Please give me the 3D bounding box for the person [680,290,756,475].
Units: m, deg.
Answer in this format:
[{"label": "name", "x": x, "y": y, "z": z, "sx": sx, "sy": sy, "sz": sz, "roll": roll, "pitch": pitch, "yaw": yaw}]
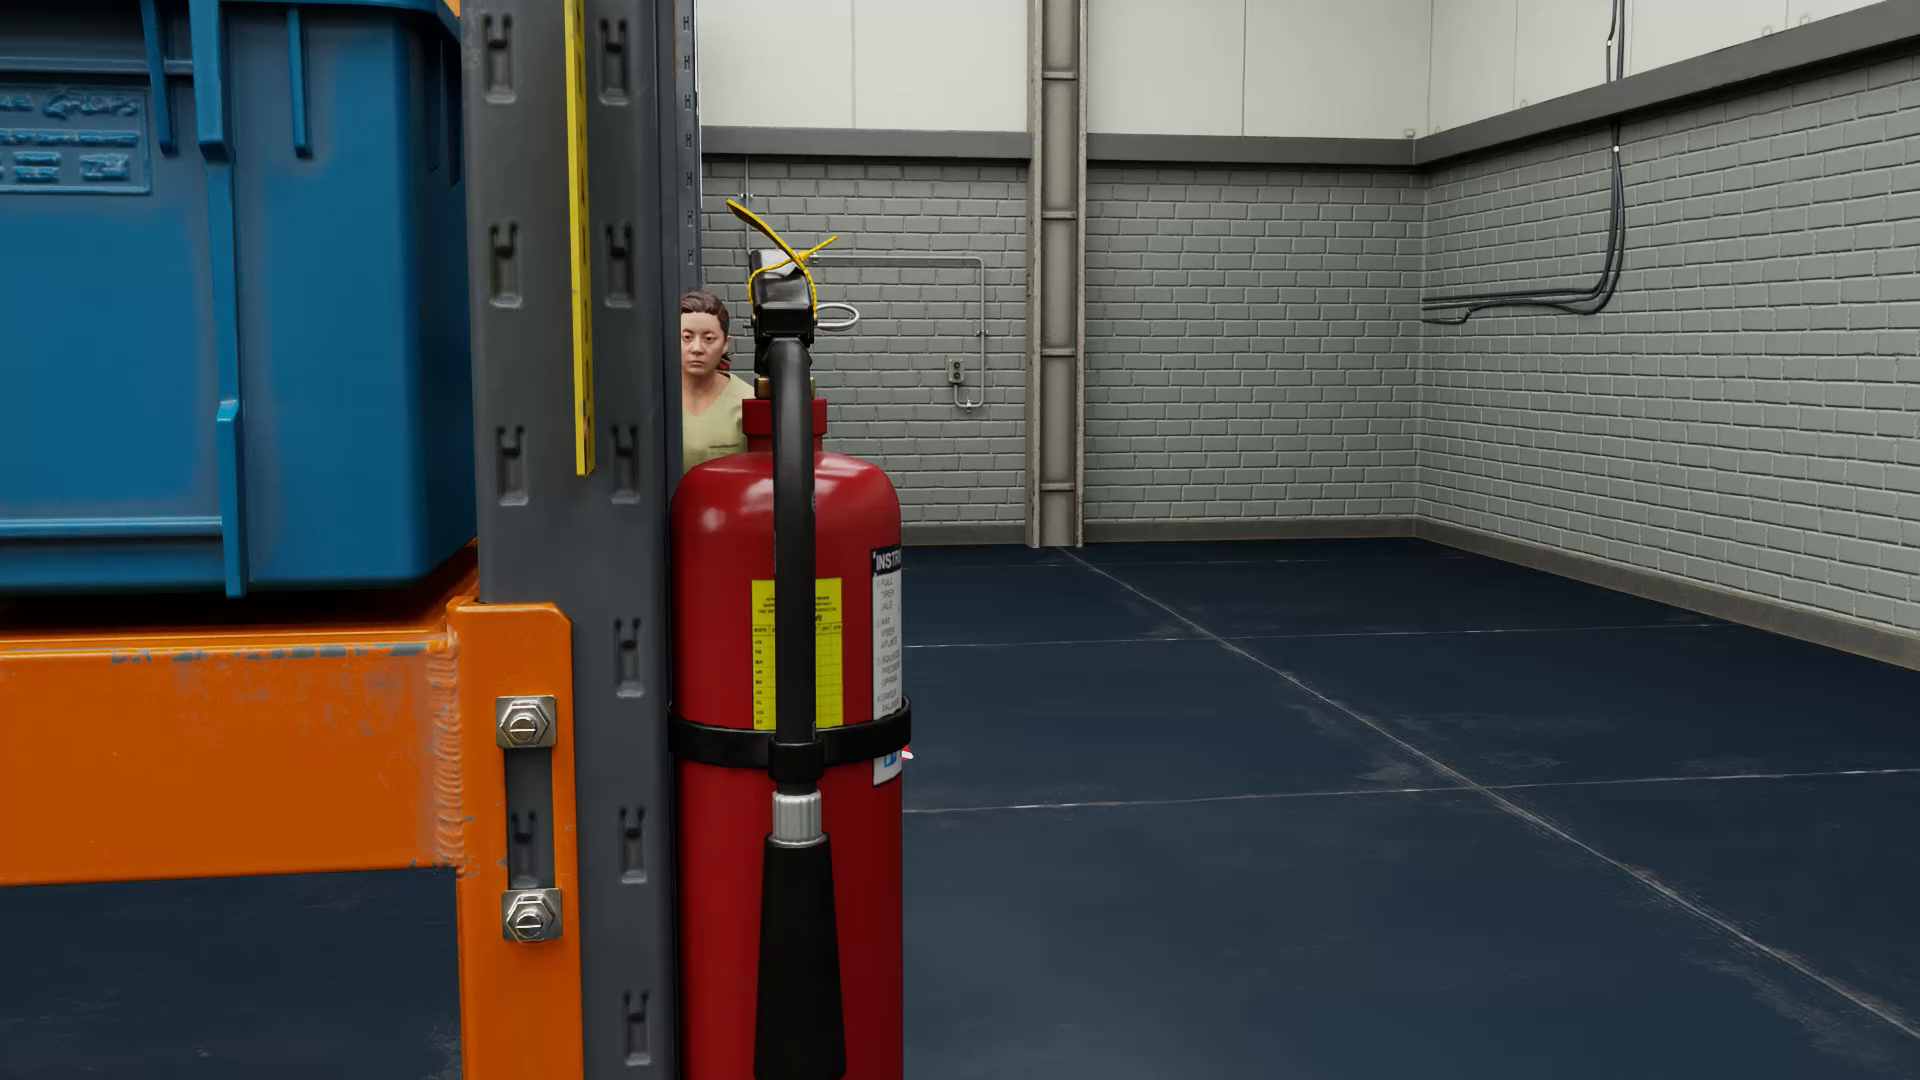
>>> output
[{"label": "person", "x": -0.792, "y": 0.090, "z": 5.021, "sx": 0.520, "sy": 1.673, "sz": 0.350, "roll": 0, "pitch": 7, "yaw": -4}]
